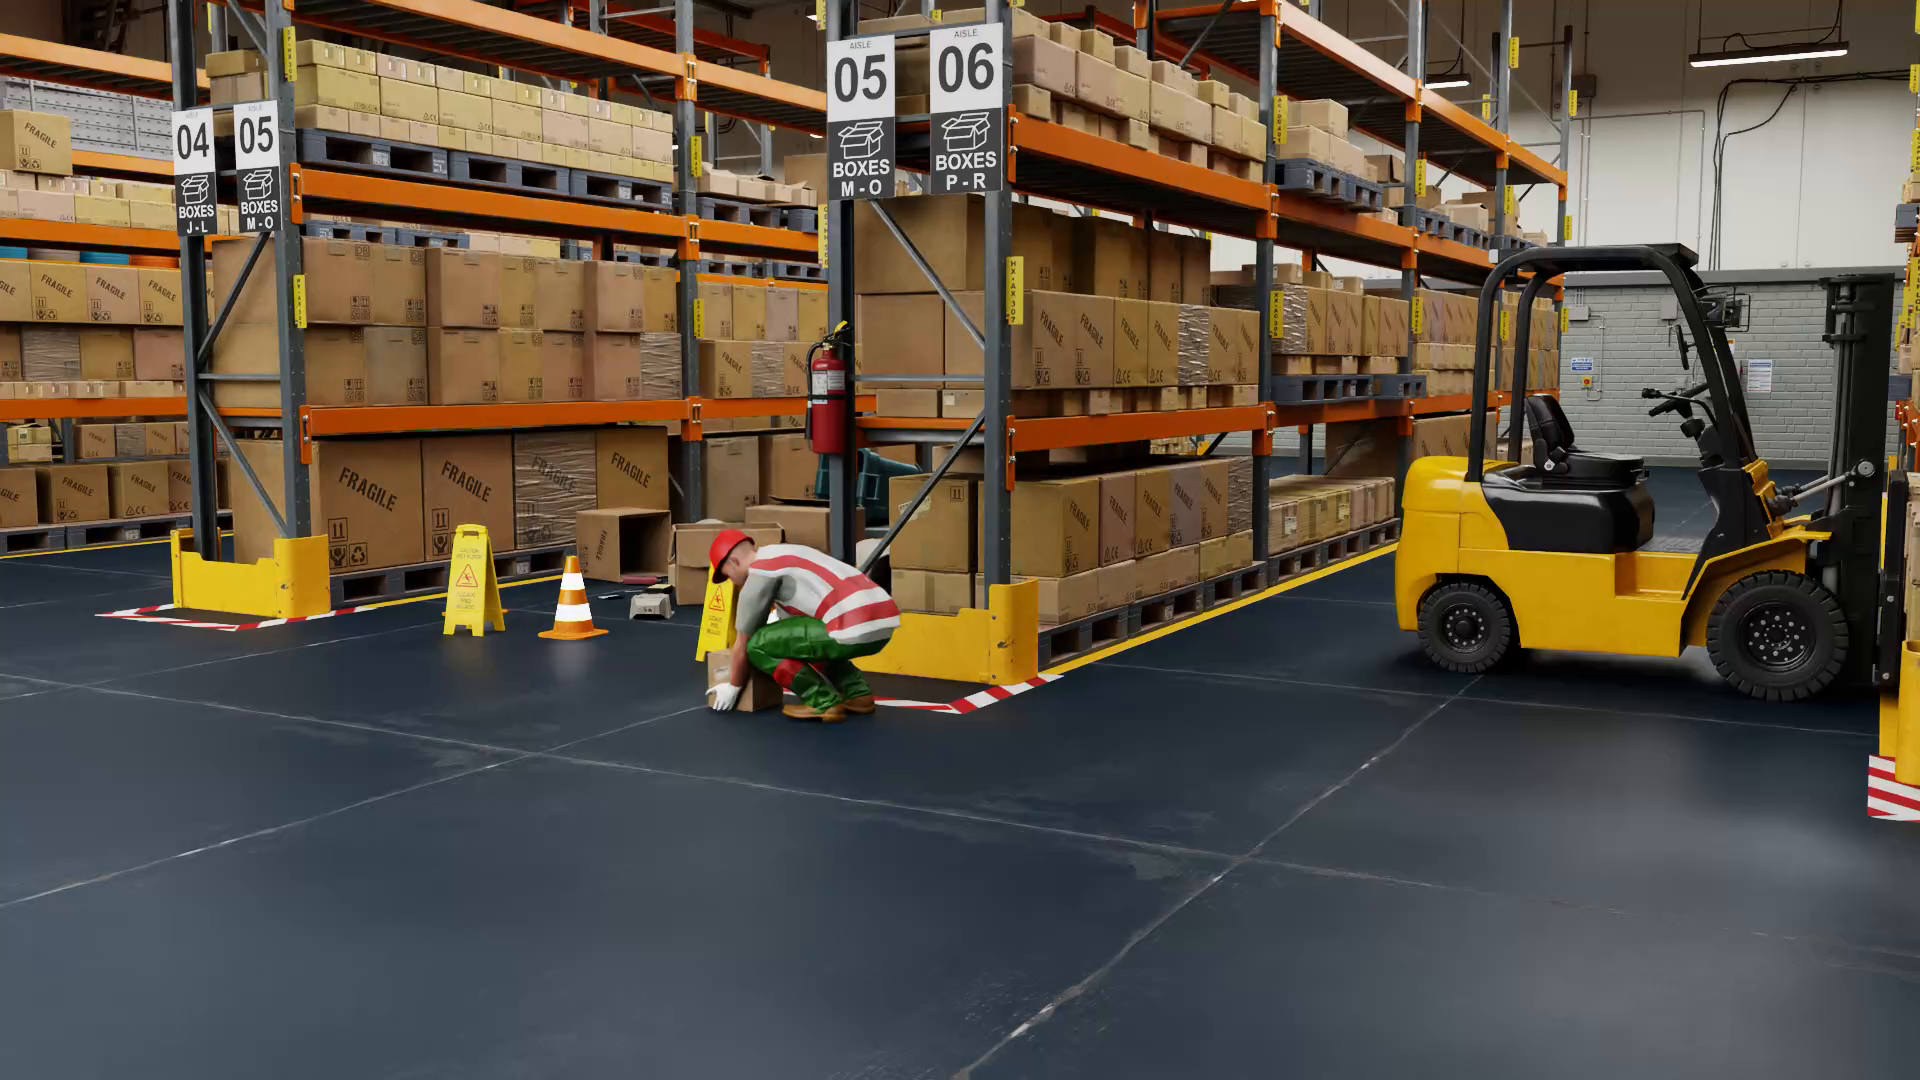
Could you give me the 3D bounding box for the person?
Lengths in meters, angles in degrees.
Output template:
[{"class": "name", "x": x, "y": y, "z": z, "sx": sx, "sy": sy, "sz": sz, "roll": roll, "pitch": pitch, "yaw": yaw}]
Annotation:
[{"class": "person", "x": -0.723, "y": 0.400, "z": 7.540, "sx": 0.901, "sy": 0.877, "sz": 0.553, "roll": 3, "pitch": 7, "yaw": 28}]
